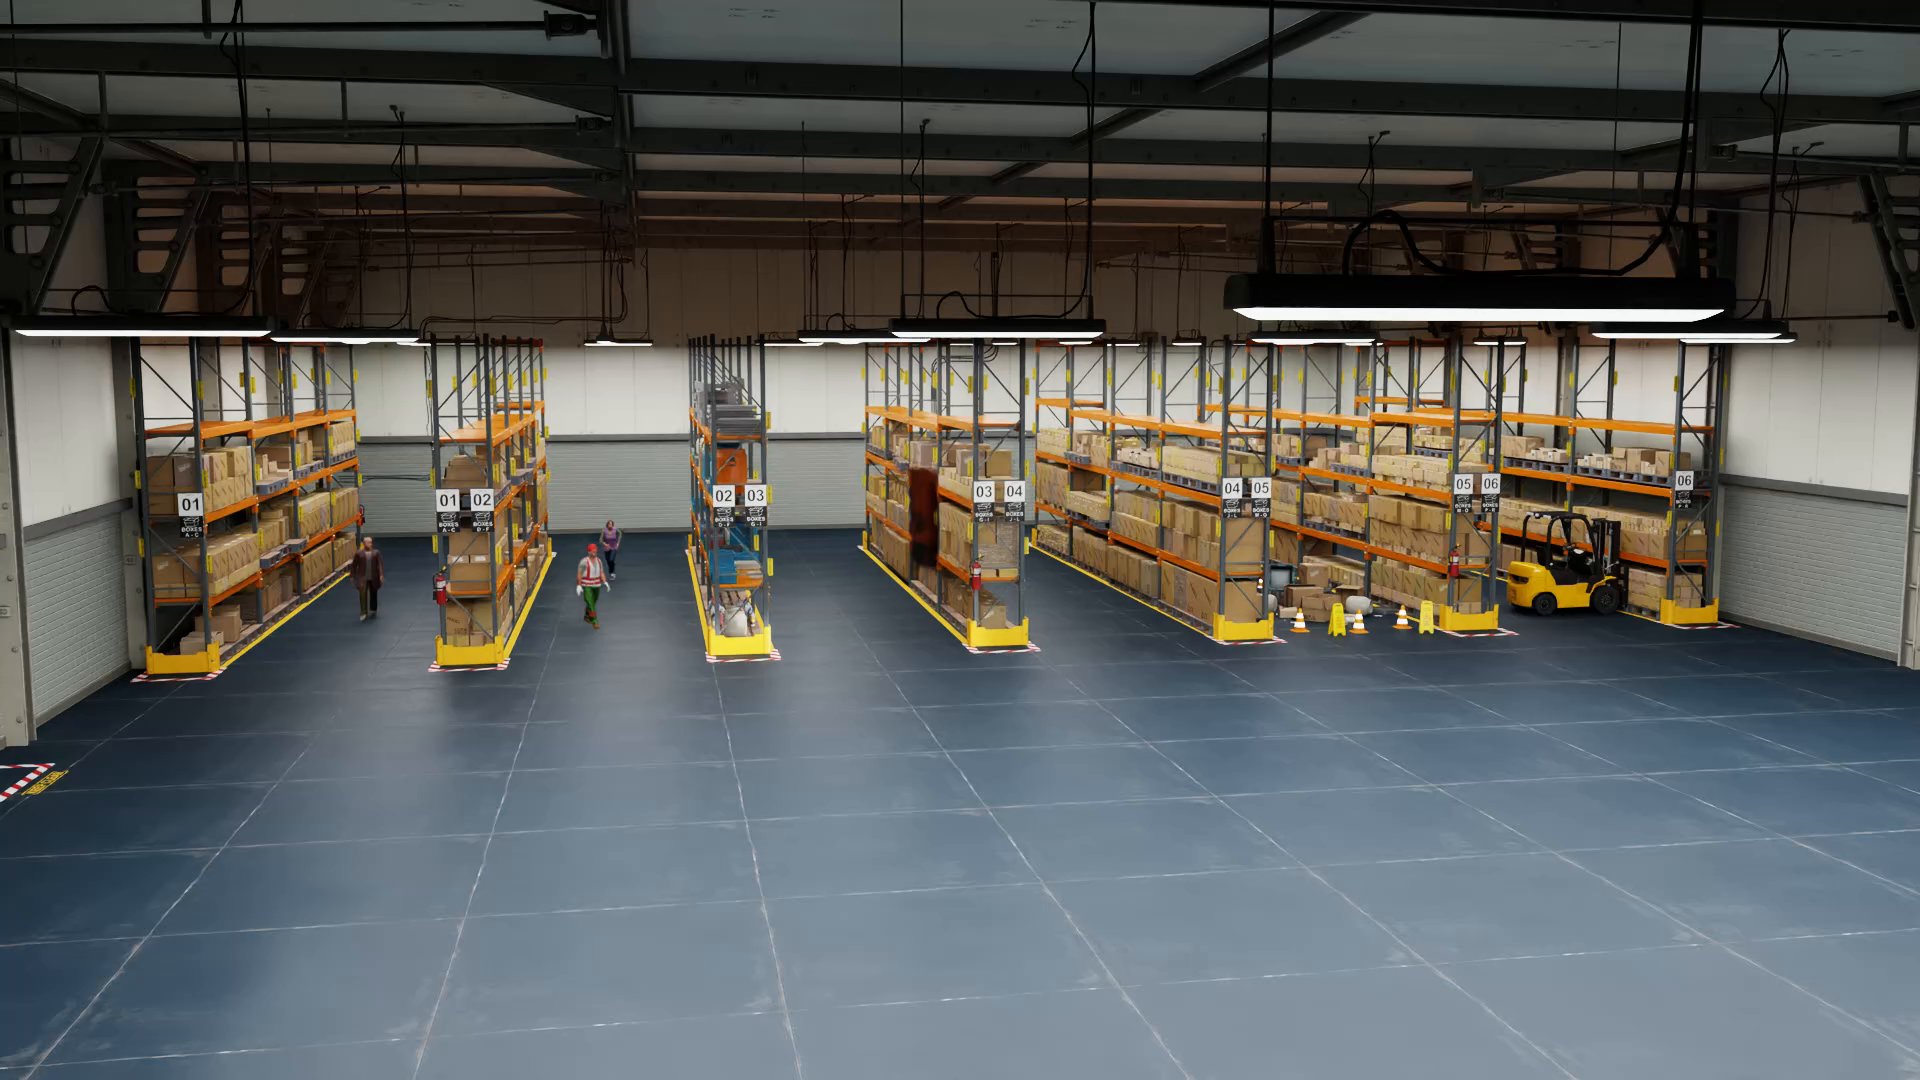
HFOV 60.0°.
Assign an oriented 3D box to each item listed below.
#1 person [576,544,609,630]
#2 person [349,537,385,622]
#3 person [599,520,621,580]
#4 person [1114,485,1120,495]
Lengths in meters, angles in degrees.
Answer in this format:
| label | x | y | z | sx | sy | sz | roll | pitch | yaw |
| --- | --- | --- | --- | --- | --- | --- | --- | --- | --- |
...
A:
| label | x | y | z | sx | sy | sz | roll | pitch | yaw |
| --- | --- | --- | --- | --- | --- | --- | --- | --- | --- |
| person | -7.550 | 0.935 | 34.142 | 0.636 | 1.723 | 1.137 | -5 | 8 | -36 |
| person | -12.580 | 0.803 | 35.268 | 0.716 | 1.728 | 1.100 | -2 | 7 | -19 |
| person | -8.659 | 0.233 | 41.245 | 0.494 | 1.511 | 0.781 | 0 | 7 | 0 |
| person | 4.819 | -0.867 | 50.396 | 0.916 | 1.621 | 0.504 | -2 | 7 | -16 |
